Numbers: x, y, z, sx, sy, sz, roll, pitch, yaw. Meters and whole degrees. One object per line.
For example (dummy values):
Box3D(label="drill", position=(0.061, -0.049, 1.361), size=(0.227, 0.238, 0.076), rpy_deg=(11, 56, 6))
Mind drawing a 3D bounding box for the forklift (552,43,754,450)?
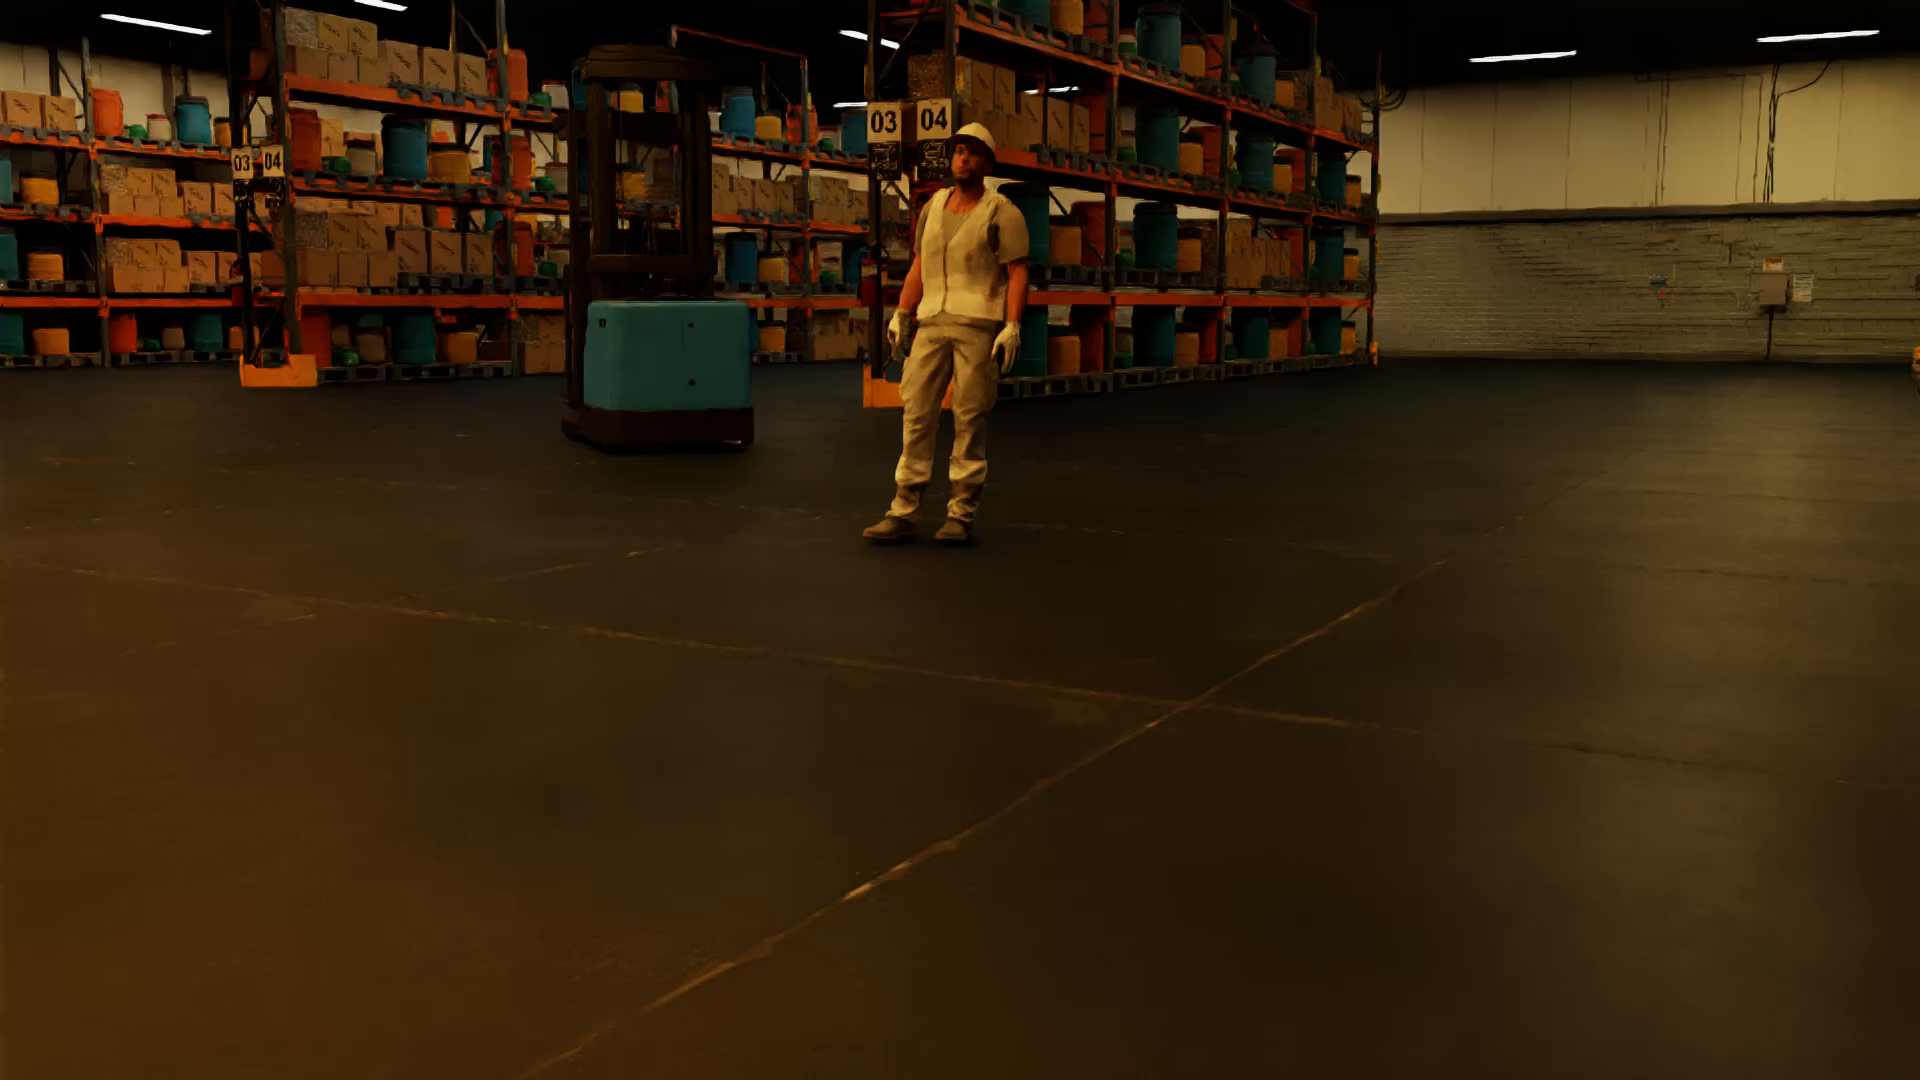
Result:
Box3D(label="forklift", position=(-2.534, -2.262, 12.983), size=(1.130, 2.935, 3.031), rpy_deg=(-3, 9, -23))

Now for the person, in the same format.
Box3D(label="person", position=(-0.048, -0.884, 7.126), size=(0.637, 1.787, 0.563), rpy_deg=(4, 9, 29))
